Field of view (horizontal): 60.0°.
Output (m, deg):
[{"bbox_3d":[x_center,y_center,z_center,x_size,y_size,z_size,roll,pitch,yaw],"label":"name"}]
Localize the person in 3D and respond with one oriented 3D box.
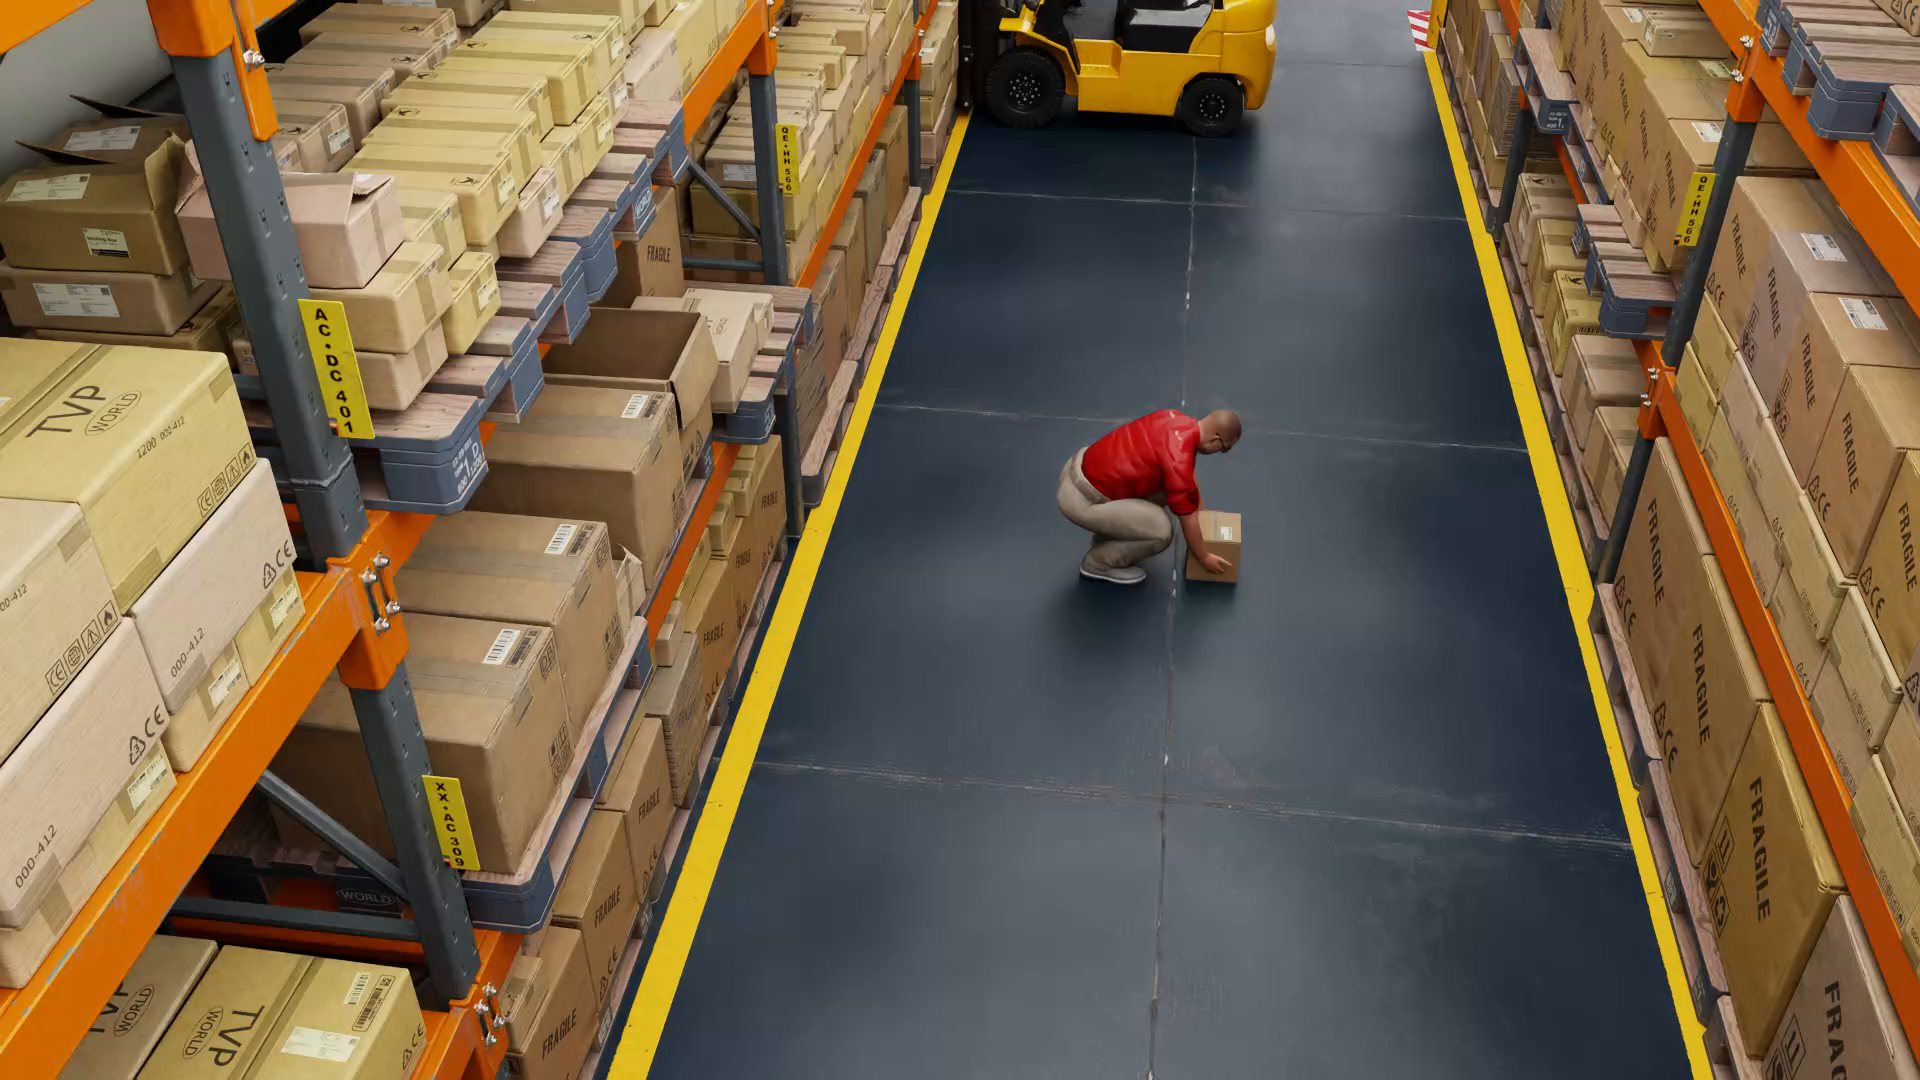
[{"bbox_3d":[0.916,-0.249,8.133,0.871,0.876,0.562,4,36,6],"label":"person"}]
